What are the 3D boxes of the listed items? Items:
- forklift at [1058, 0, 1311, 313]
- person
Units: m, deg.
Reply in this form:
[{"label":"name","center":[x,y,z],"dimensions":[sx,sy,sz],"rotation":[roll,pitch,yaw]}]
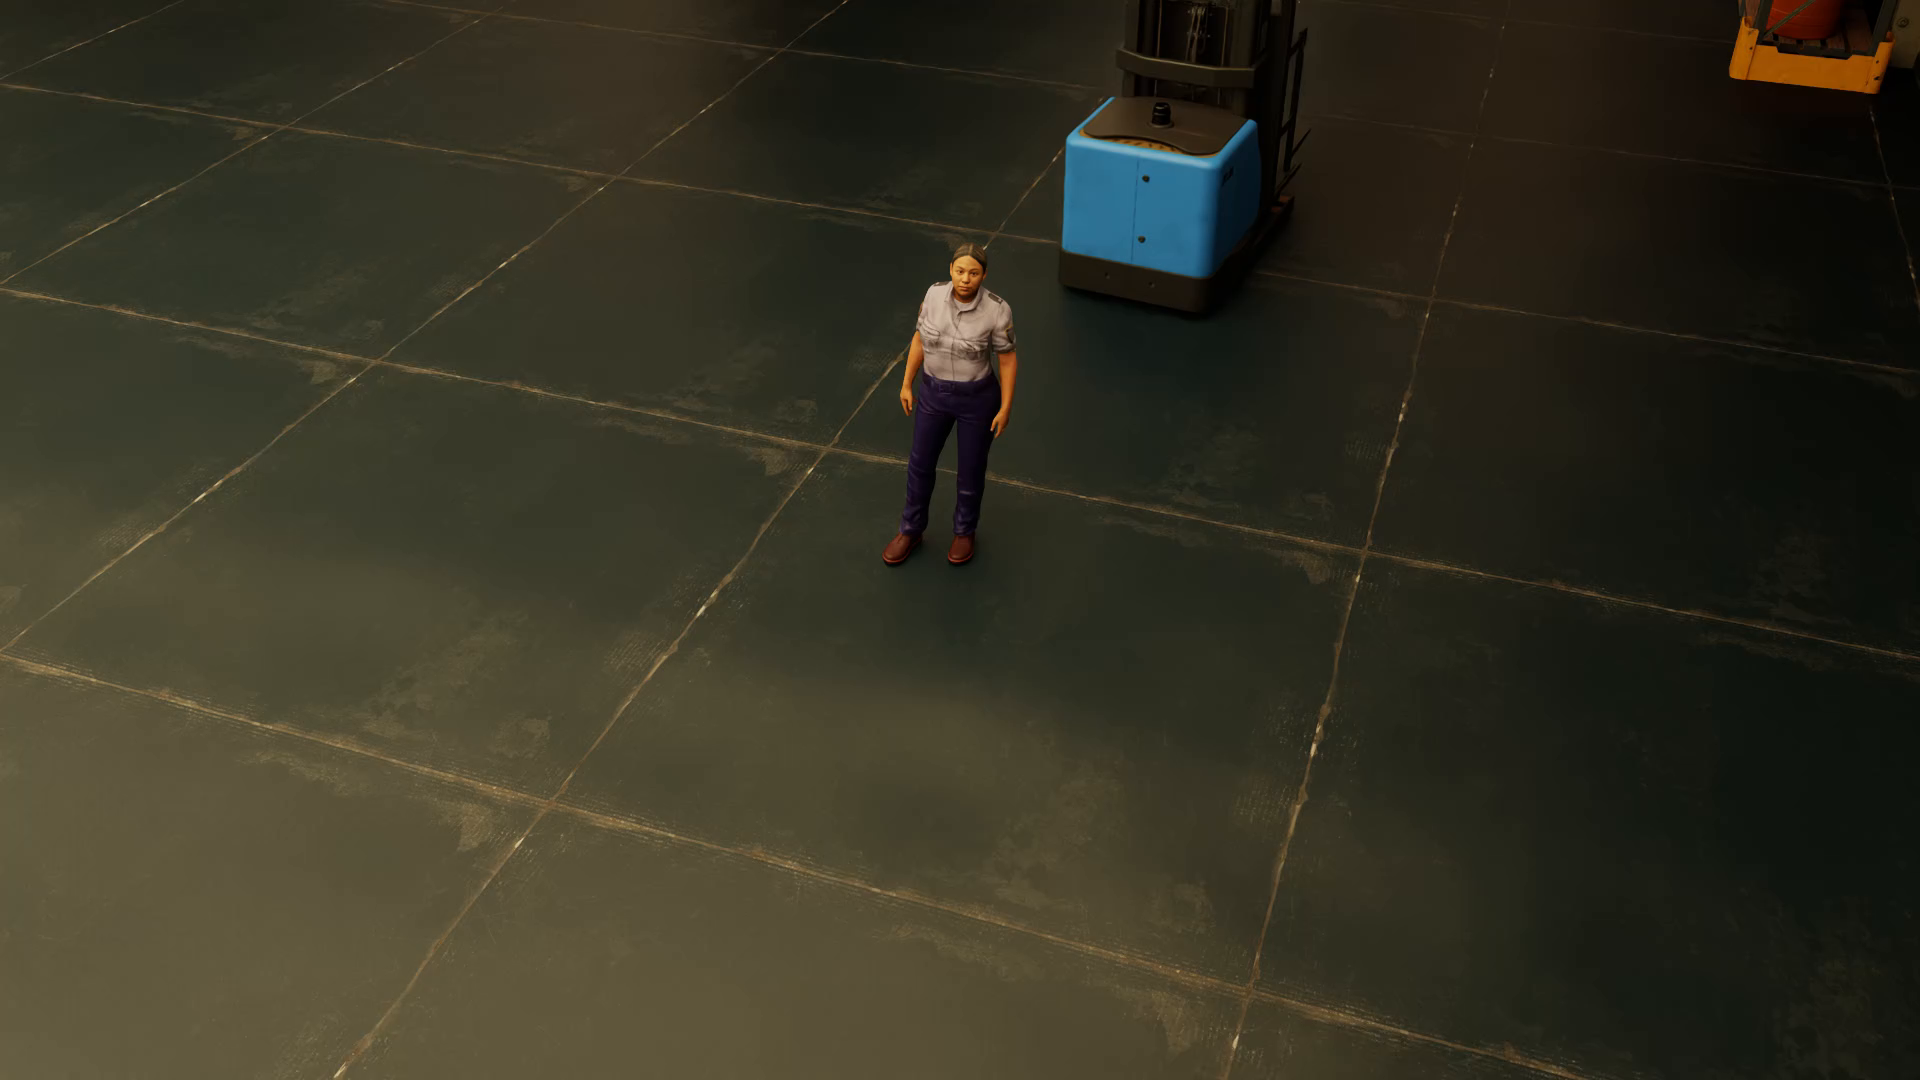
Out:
[{"label":"forklift","center":[1.734,-3.480,11.019],"dimensions":[1.130,2.935,3.031],"rotation":[15,38,20]},{"label":"person","center":[-0.051,-0.630,8.104],"dimensions":[0.598,1.640,0.503],"rotation":[12,37,16]}]
